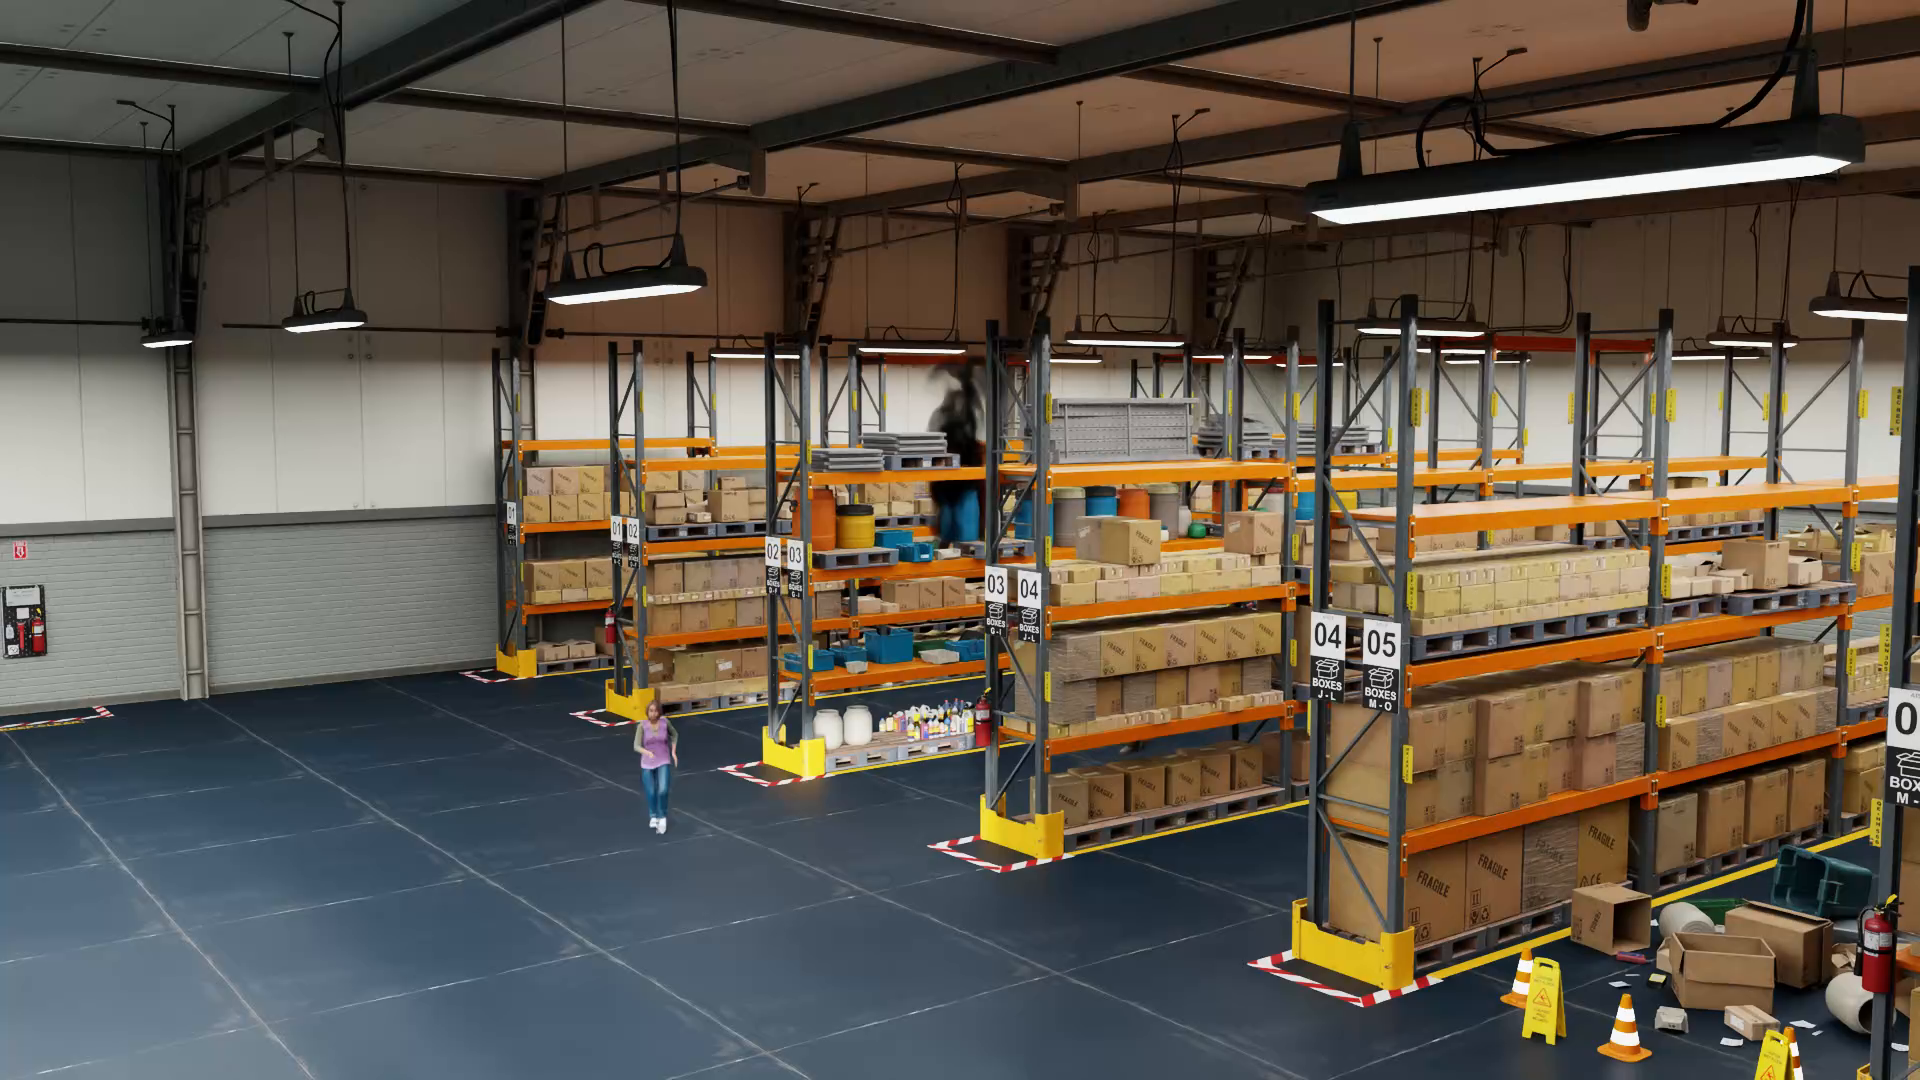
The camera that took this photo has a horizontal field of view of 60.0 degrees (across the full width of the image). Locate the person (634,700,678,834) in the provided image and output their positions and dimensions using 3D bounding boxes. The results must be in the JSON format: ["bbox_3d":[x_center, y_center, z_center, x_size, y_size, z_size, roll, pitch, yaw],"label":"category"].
[{"bbox_3d":[-3.561,2.657,19.484,0.504,1.585,0.732,-1,5,-9],"label":"person"}]

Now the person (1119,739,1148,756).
[{"bbox_3d":[2.431,2.019,22.618,0.704,1.780,0.738,-4,6,-37],"label":"person"}]
